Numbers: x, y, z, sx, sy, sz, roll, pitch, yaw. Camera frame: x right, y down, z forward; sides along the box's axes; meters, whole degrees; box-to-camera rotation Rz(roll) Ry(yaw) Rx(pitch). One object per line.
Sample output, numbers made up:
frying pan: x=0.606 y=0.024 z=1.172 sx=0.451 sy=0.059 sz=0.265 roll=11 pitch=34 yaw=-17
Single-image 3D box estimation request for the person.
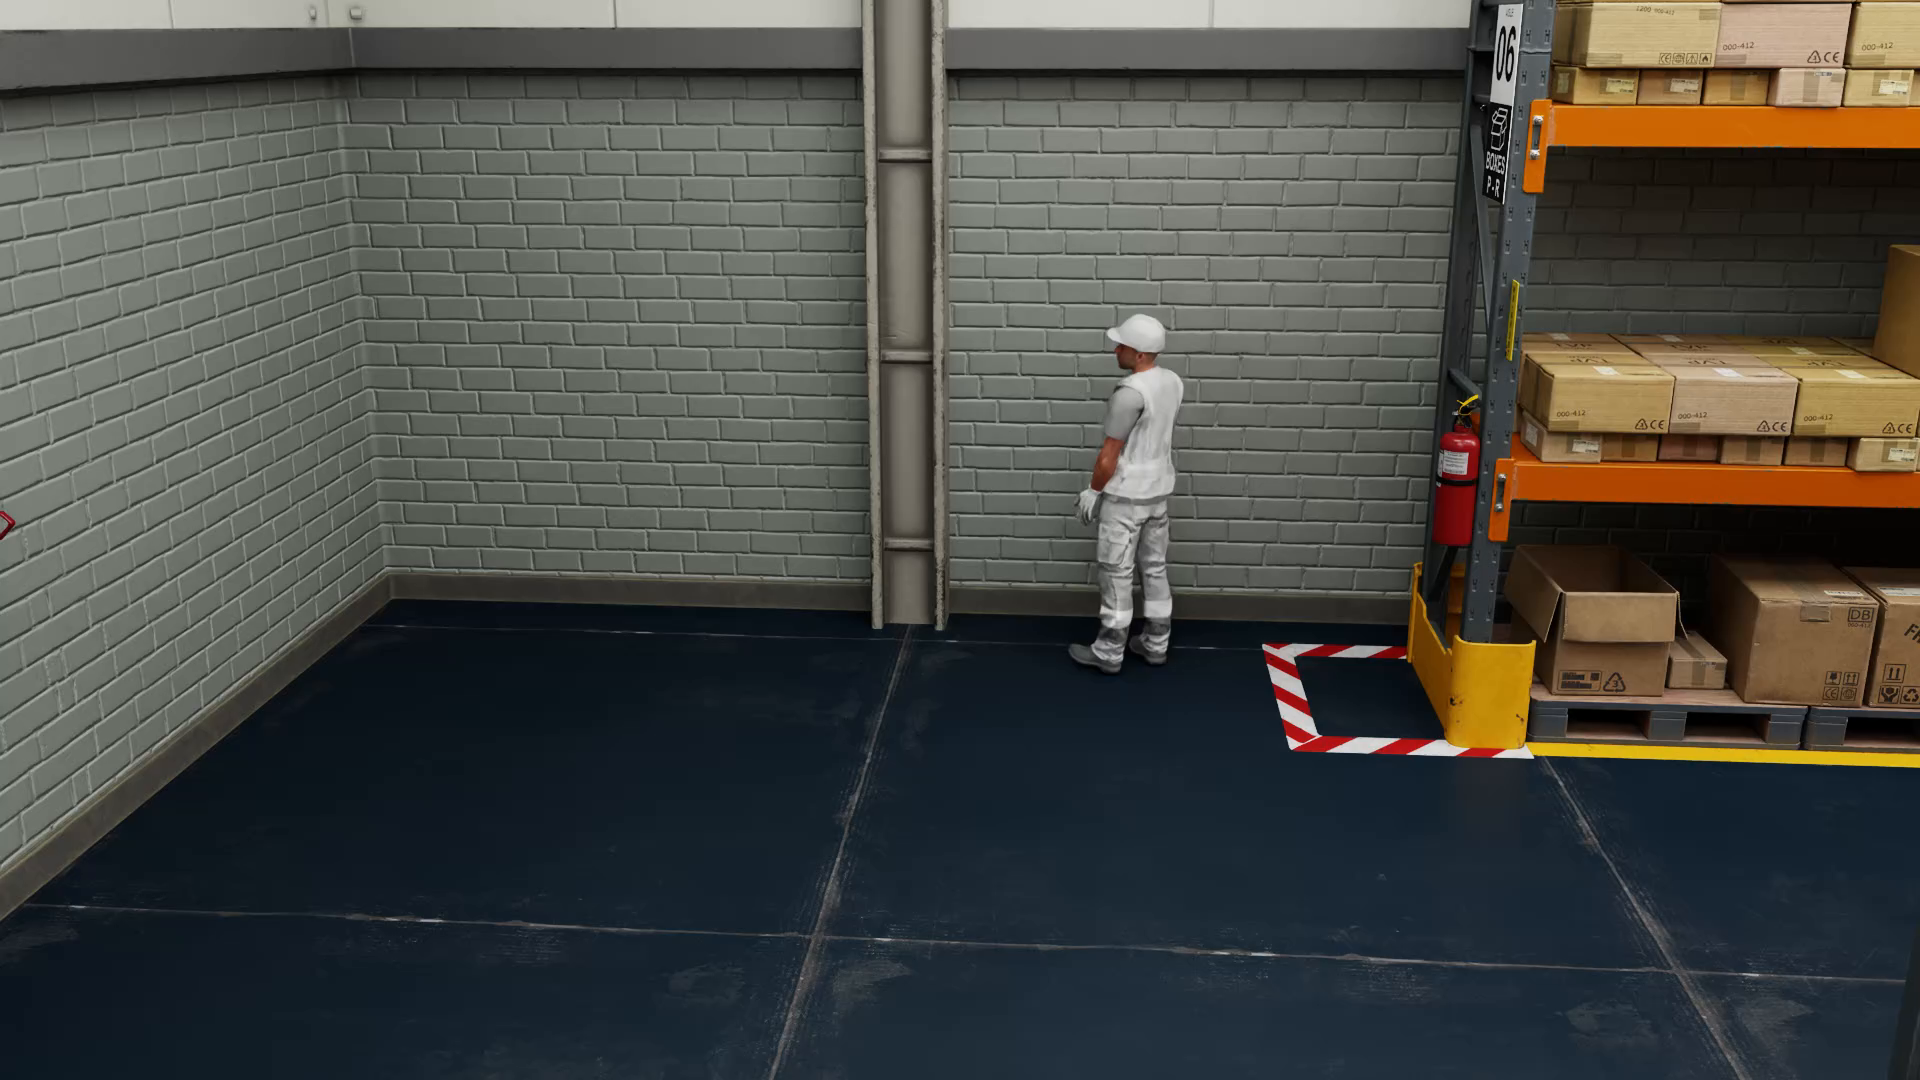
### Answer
person: x=0.817 y=-0.207 z=8.172 sx=0.470 sy=1.749 sz=0.572 roll=14 pitch=22 yaw=37
